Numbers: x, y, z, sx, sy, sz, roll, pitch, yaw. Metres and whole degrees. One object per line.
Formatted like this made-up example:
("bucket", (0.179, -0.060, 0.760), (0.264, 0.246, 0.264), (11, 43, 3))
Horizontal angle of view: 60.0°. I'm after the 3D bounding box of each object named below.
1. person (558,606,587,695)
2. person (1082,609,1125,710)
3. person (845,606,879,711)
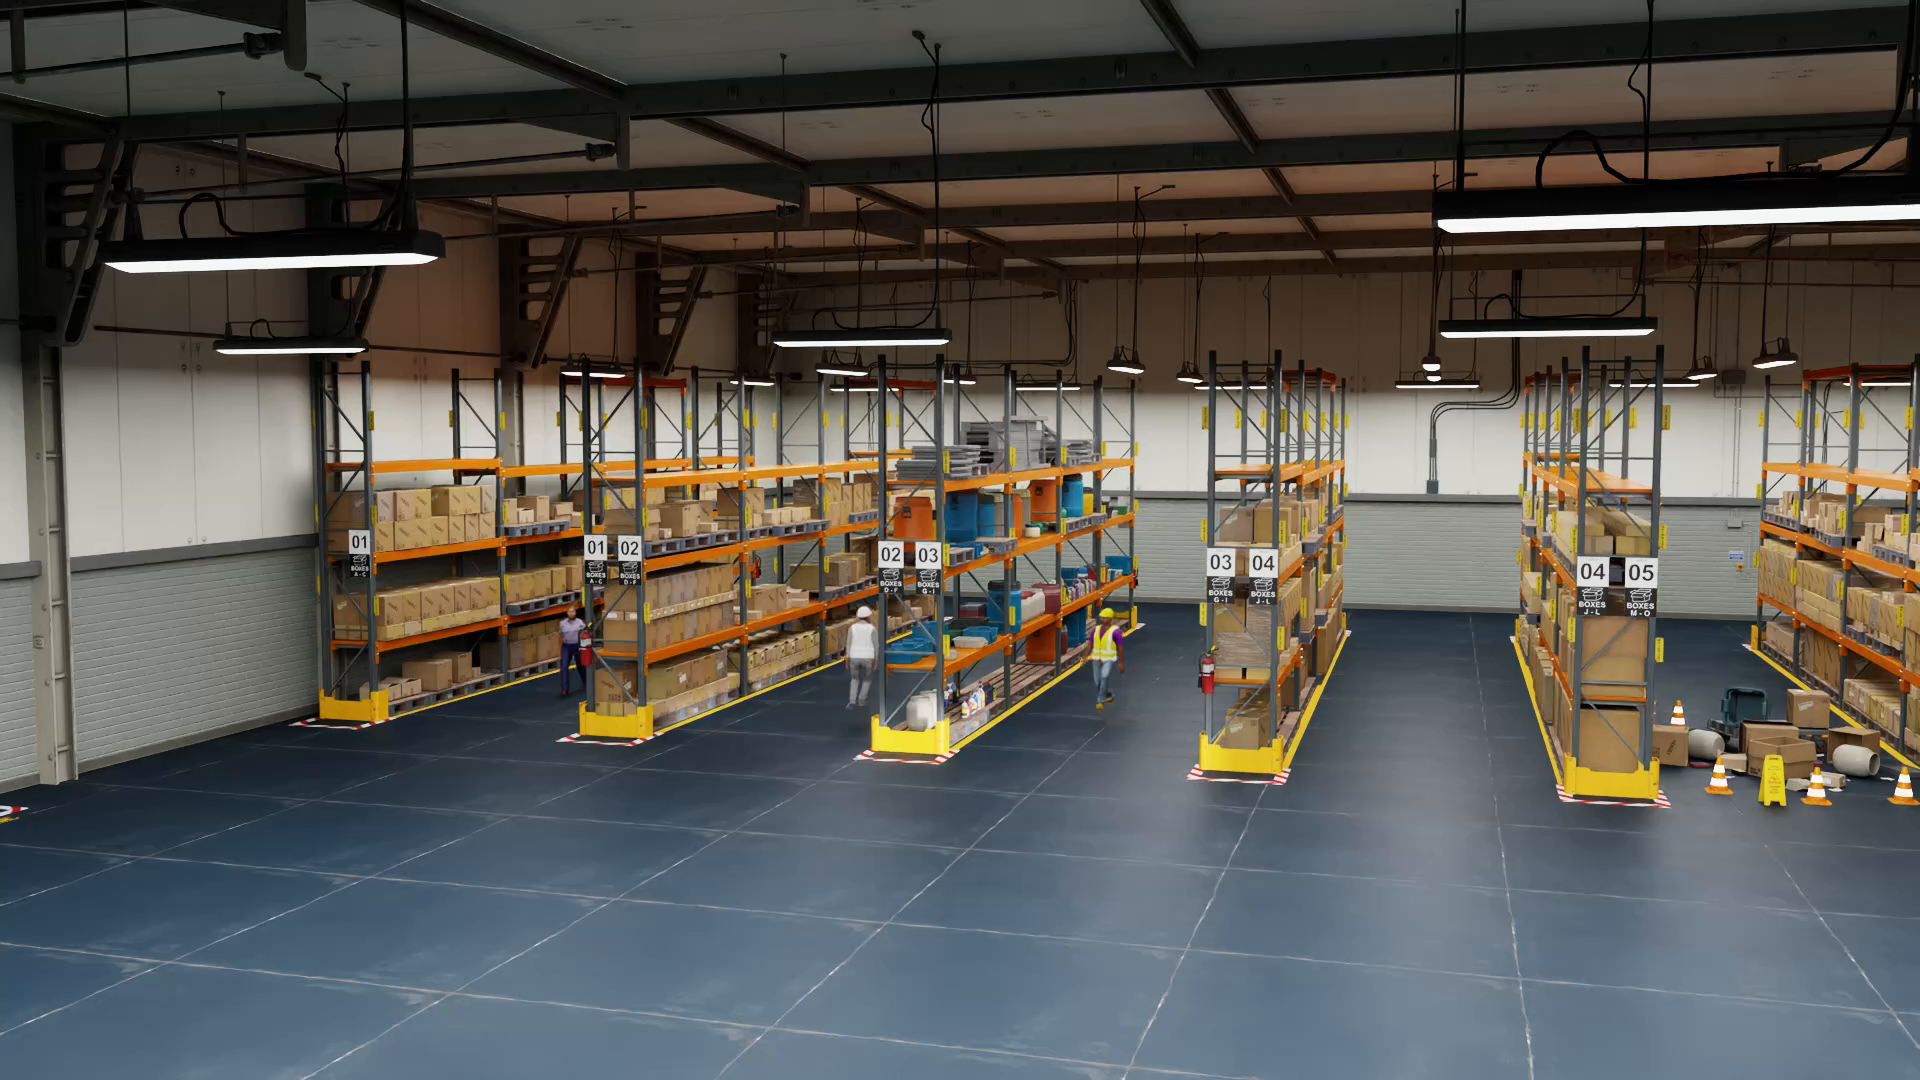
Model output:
("person", (-7.095, 2.007, 30.543), (0.572, 1.582, 0.993), (0, 4, 1))
("person", (2.346, 1.946, 27.566), (0.652, 1.604, 1.008), (3, 5, 32))
("person", (-1.612, 1.973, 27.629), (0.569, 1.763, 0.470), (1, 4, 13))
